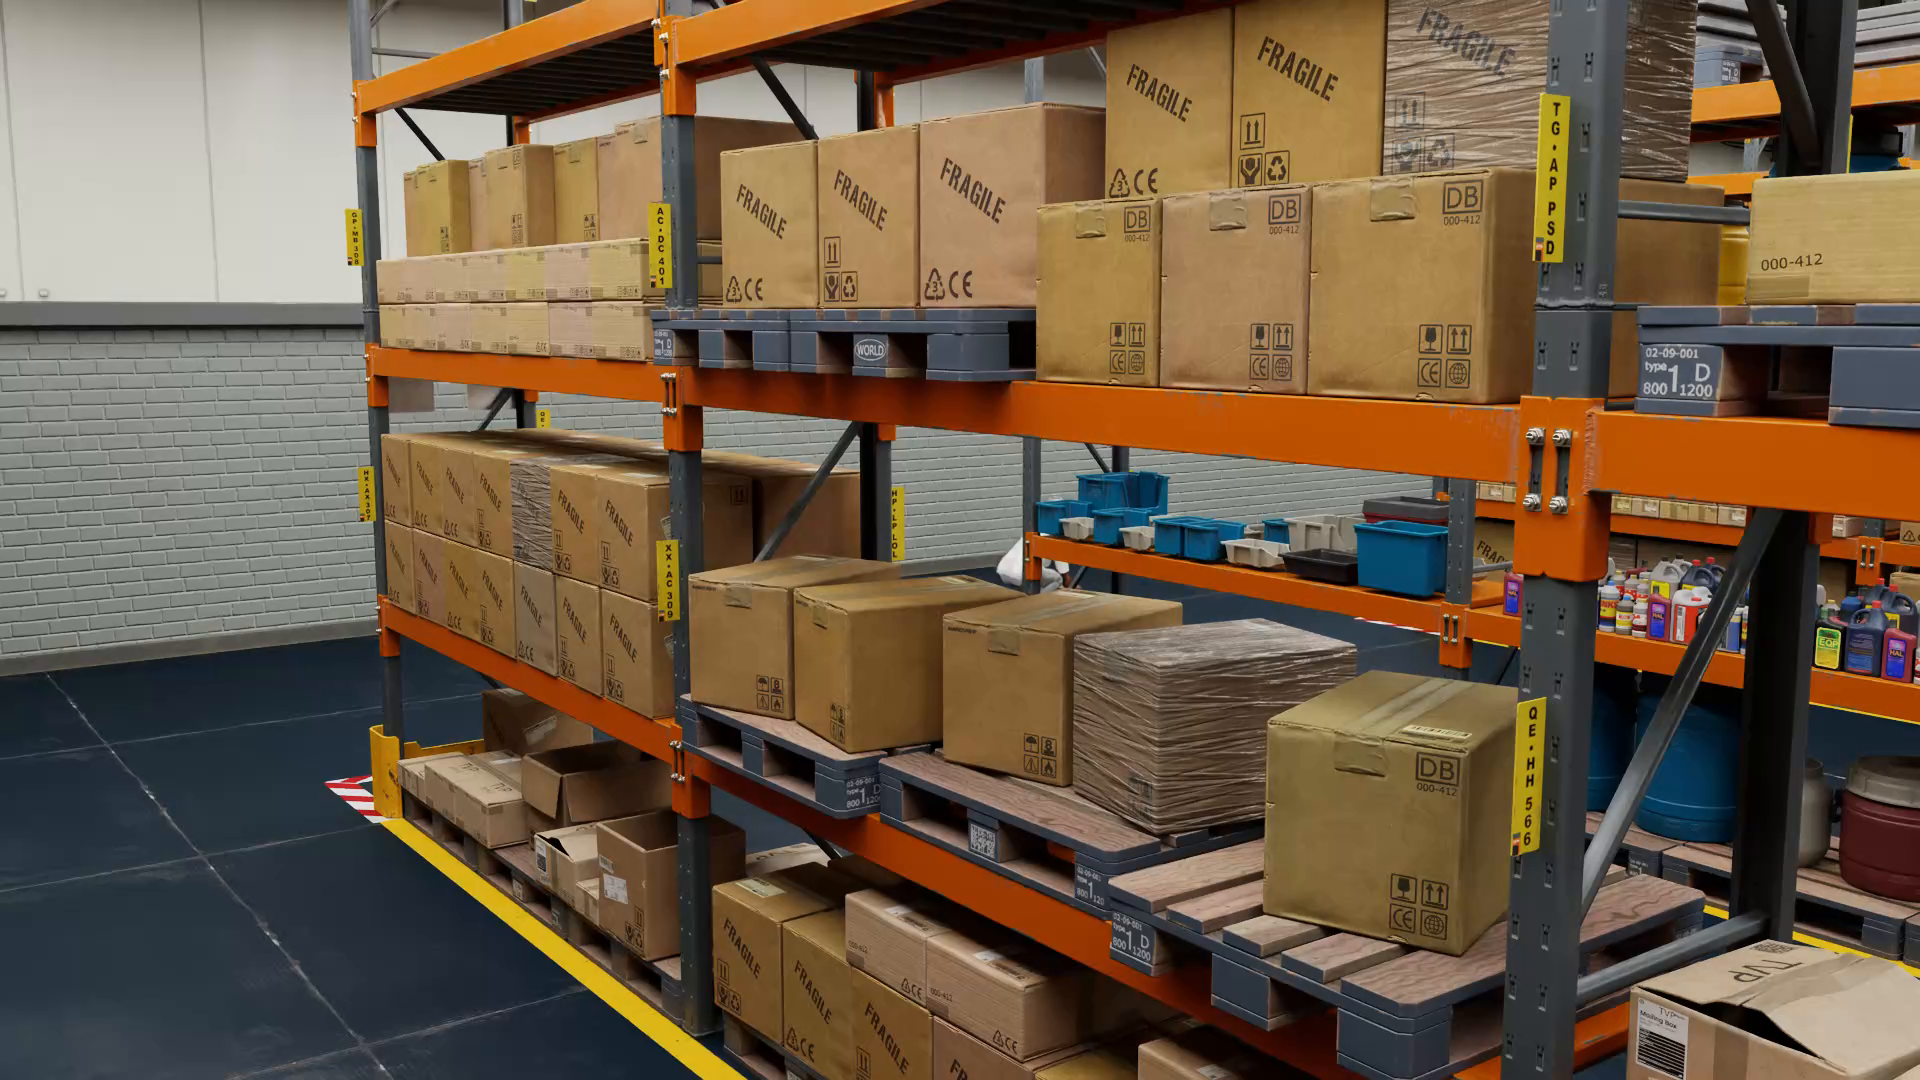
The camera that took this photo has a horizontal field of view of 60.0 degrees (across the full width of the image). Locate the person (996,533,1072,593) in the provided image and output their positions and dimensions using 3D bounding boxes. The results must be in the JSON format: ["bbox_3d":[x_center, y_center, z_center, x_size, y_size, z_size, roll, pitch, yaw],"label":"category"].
[{"bbox_3d":[0.769,0.298,16.793,0.896,0.893,0.559,-6,10,-36],"label":"person"}]
